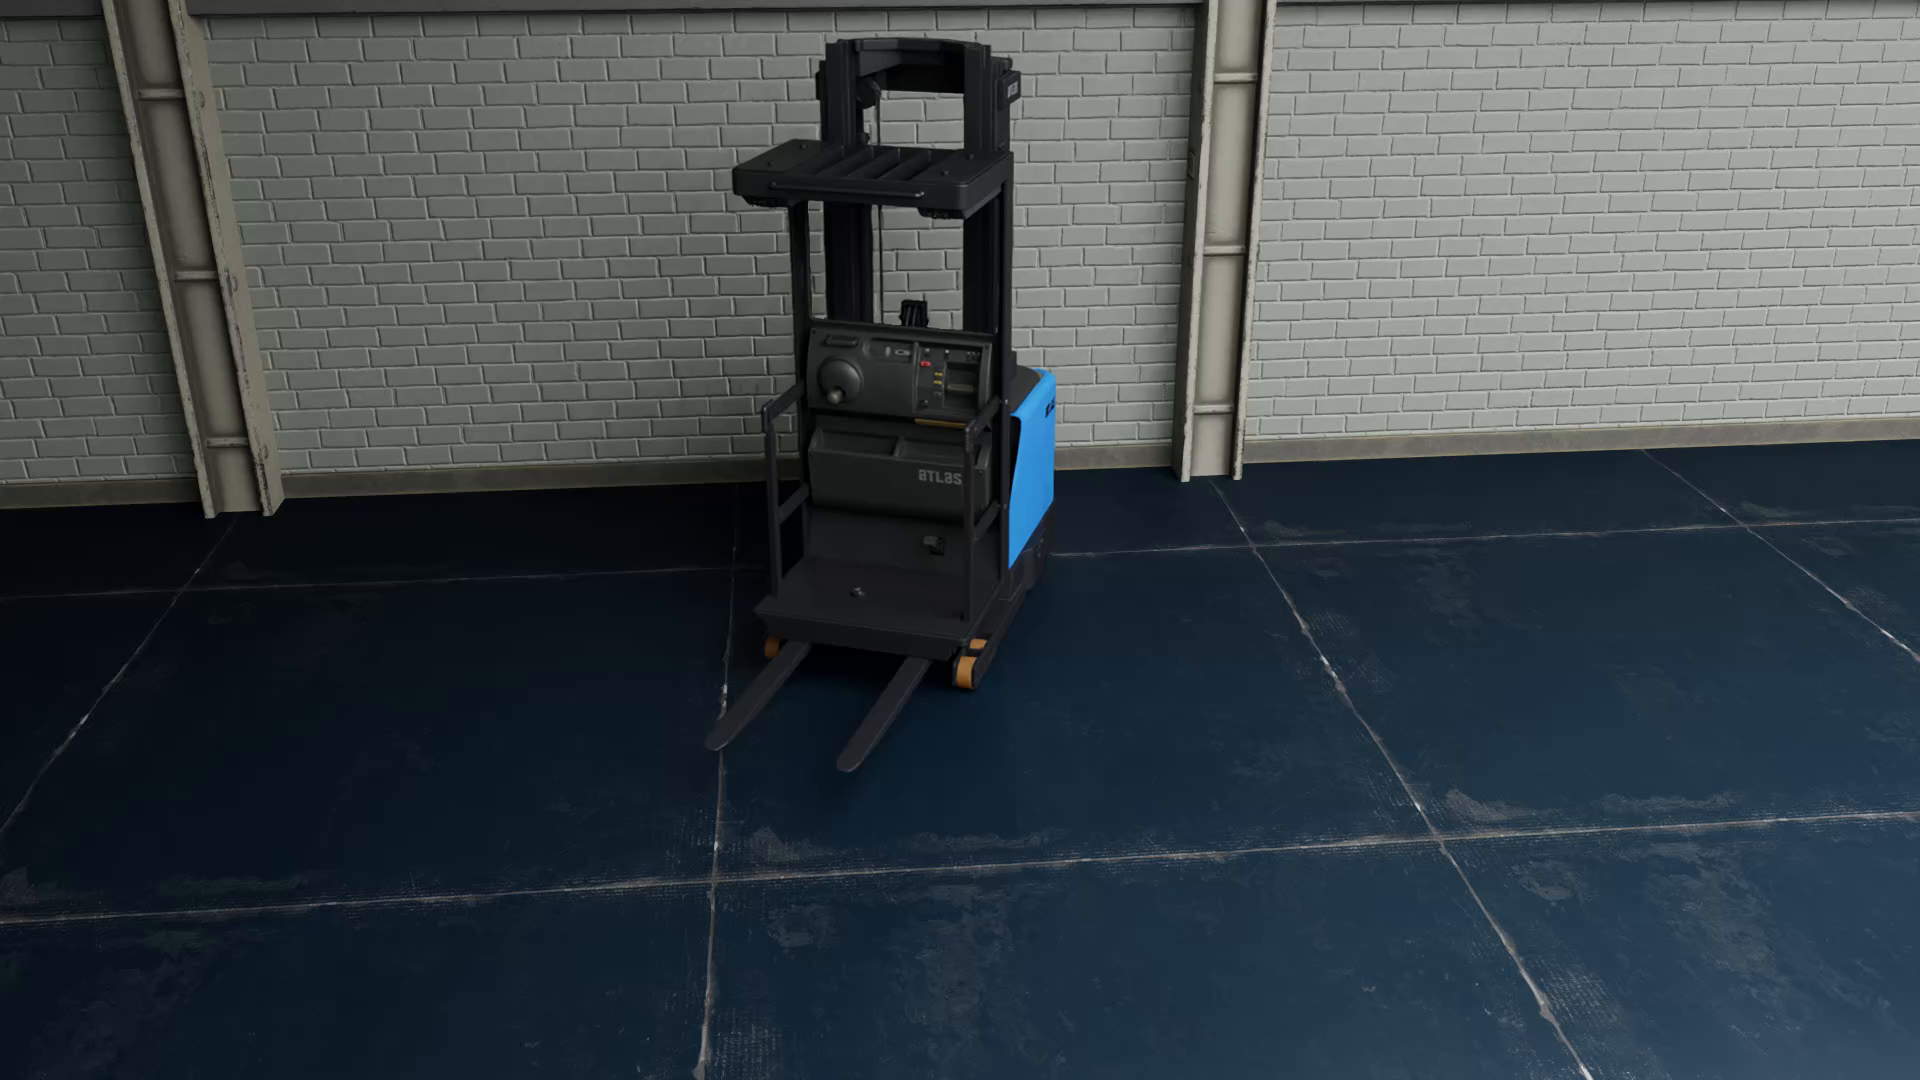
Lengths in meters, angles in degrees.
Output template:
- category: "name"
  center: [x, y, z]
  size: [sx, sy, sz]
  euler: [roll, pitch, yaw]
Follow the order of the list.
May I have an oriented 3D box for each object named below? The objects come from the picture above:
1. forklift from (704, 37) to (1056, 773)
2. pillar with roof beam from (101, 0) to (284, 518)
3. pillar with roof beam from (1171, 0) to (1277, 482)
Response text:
- category: "forklift"
  center: [-0.358, -0.787, 7.912]
  size: [1.130, 2.935, 3.031]
  euler: [7, 25, 15]
- category: "pillar with roof beam"
  center: [-3.960, -2.574, 4.462]
  size: [0.400, 9.000, 9.100]
  euler: [-2, 24, -5]
- category: "pillar with roof beam"
  center: [2.011, -2.813, 5.001]
  size: [0.400, 9.000, 9.100]
  euler: [-2, 24, -5]
